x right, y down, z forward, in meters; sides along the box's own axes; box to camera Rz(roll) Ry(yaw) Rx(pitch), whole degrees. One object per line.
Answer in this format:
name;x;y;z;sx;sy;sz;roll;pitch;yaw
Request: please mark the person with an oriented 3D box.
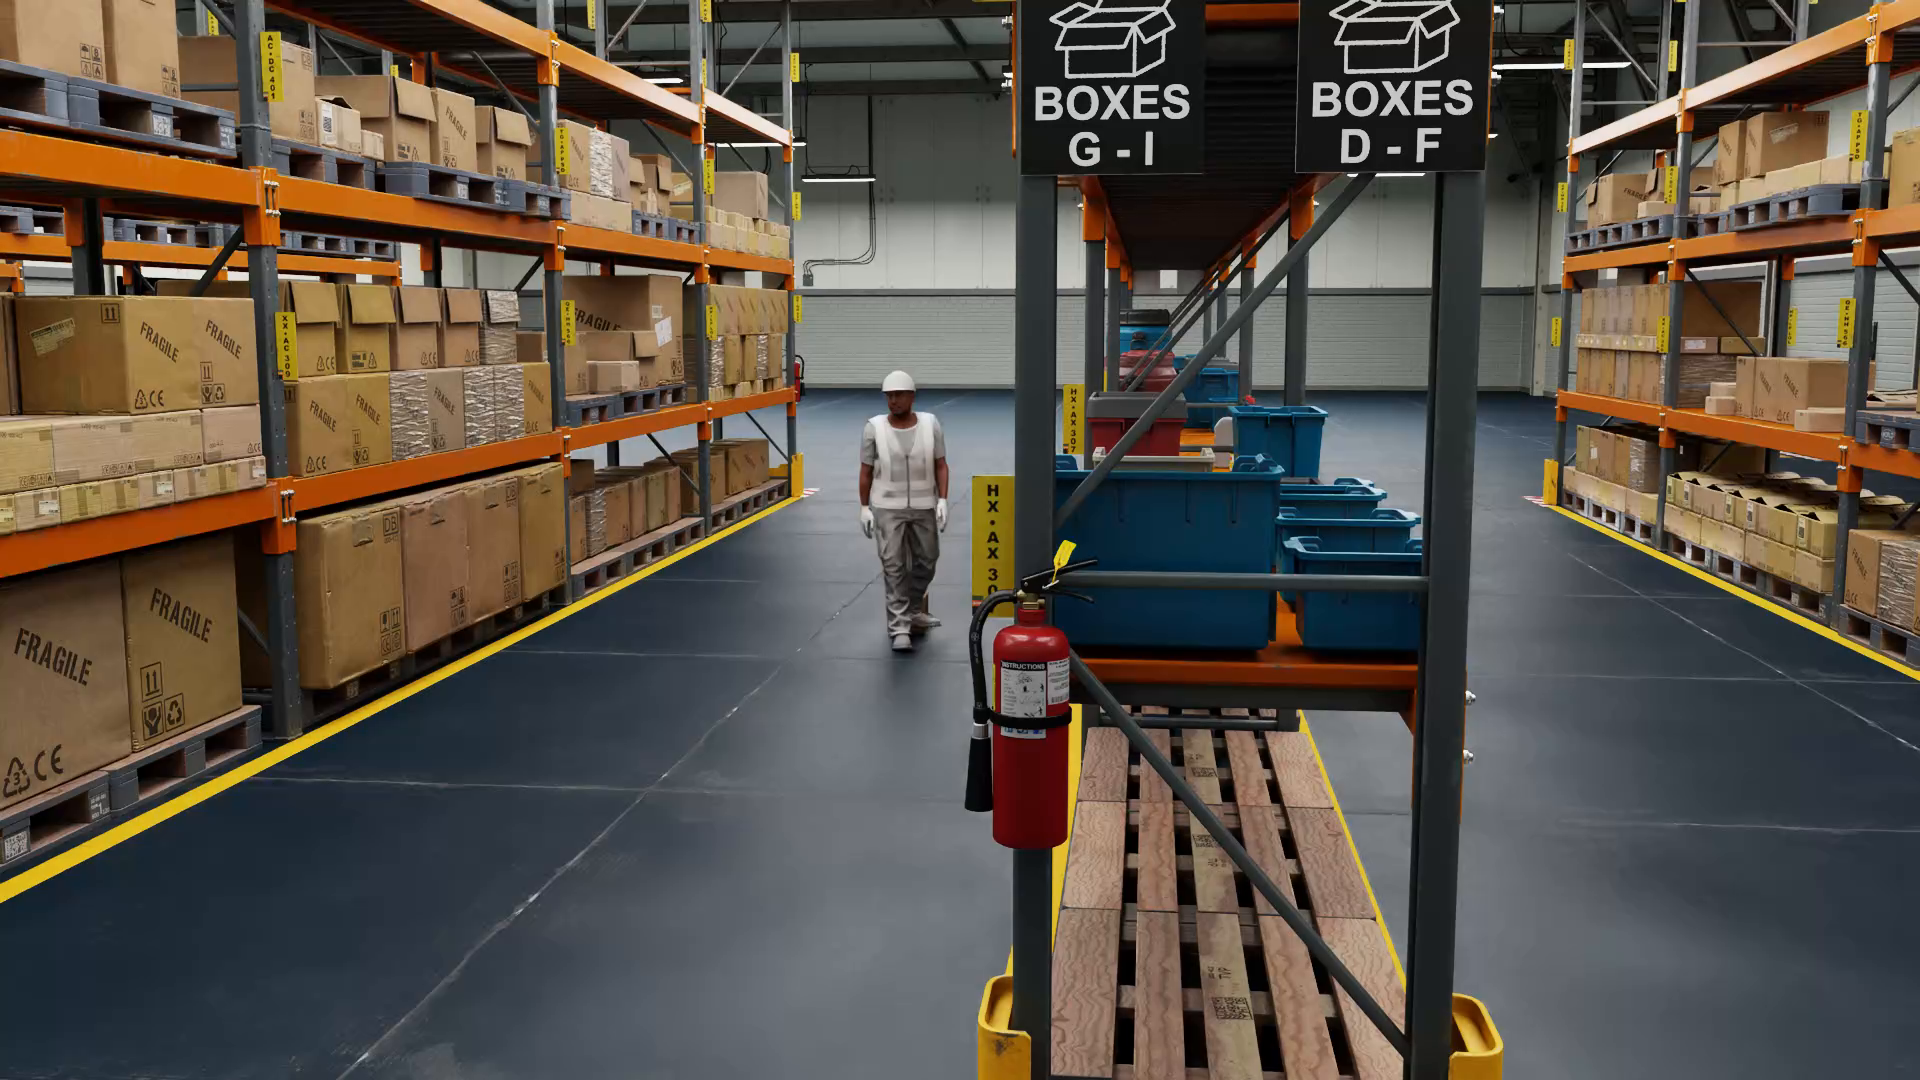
person;-0.378;-0.235;10.763;0.558;1.724;0.599;-2;8;-12
